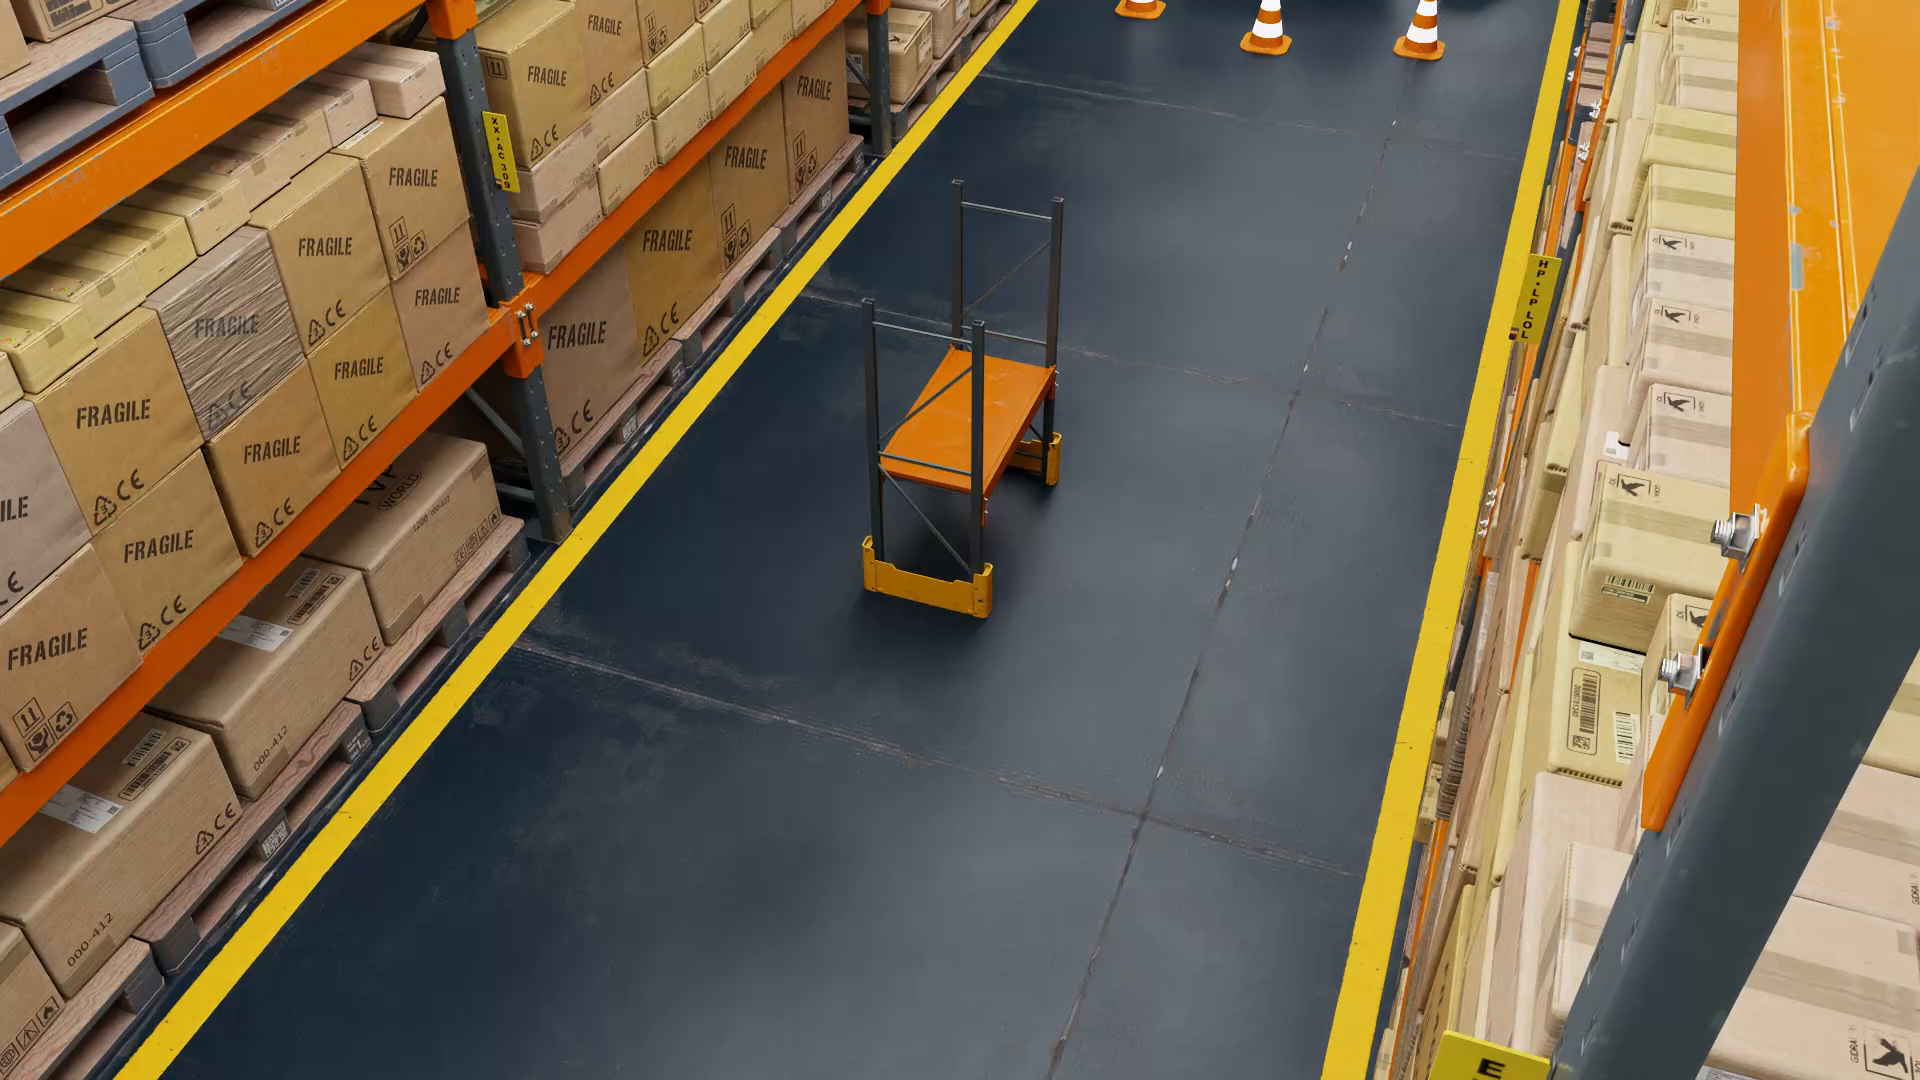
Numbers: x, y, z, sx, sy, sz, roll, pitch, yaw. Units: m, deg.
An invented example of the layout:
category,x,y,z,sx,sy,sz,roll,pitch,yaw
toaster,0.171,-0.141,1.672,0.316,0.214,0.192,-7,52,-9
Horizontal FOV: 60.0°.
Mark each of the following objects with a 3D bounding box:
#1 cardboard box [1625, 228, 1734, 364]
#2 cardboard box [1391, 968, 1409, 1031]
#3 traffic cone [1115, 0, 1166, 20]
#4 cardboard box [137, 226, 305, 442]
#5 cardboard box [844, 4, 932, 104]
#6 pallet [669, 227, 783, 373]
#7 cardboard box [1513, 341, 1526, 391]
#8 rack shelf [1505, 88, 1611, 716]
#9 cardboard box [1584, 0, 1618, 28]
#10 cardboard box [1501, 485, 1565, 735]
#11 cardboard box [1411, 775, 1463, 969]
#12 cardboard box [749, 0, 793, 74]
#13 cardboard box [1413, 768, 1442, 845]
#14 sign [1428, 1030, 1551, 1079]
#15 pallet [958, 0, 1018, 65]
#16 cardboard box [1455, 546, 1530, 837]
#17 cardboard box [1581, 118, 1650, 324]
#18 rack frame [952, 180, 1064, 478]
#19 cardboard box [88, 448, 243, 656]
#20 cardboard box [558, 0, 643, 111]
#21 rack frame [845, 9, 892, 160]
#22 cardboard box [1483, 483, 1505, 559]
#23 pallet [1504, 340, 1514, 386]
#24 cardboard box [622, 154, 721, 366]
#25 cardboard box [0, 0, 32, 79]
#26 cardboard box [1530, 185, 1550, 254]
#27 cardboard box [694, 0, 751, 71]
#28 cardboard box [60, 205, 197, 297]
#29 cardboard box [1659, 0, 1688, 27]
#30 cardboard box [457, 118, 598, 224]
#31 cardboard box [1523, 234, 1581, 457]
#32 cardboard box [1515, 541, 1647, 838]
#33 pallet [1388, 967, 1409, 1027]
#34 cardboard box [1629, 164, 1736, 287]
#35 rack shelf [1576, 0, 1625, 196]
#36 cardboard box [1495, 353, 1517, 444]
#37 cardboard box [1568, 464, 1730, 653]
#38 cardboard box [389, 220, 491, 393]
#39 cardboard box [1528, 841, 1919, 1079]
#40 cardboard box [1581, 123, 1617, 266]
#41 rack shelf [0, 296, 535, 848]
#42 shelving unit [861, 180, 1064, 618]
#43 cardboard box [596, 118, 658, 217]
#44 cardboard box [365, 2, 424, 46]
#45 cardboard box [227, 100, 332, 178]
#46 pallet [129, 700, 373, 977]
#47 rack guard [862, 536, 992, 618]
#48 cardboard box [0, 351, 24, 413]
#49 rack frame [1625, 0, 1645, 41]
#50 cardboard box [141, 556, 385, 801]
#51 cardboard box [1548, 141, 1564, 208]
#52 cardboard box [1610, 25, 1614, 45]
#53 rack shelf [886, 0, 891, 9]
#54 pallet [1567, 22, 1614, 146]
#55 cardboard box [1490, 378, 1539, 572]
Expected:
category,x,y,z,sx,sy,sz,roll,pitch,yaw
cardboard box,1.411,-0.408,2.983,0.380,0.149,0.250,12,42,14
cardboard box,1.561,1.539,5.233,0.380,0.149,0.250,13,42,15
traffic cone,1.336,-4.104,12.158,0.336,0.463,0.334,13,42,15
cardboard box,-2.540,-0.706,5.373,0.500,0.500,0.500,14,42,16
cardboard box,-0.721,-3.199,10.843,0.950,0.372,0.625,11,42,12
pallet,-1.683,-1.430,9.217,1.003,0.211,1.213,13,42,15
cardboard box,2.767,-0.861,7.426,0.500,0.250,0.500,12,42,13
rack shelf,1.711,0.132,3.481,1.077,0.370,4.000,13,42,15
cardboard box,3.664,-3.032,8.870,0.500,0.500,0.500,13,42,15
cardboard box,1.283,0.187,2.978,0.500,0.250,0.500,15,43,17
cardboard box,1.464,0.811,4.136,0.500,0.500,0.500,15,43,17
cardboard box,-1.200,-2.655,8.620,0.500,0.250,0.500,13,42,15
cardboard box,1.877,1.018,6.073,0.380,0.149,0.250,14,43,16
sign,0.512,0.606,1.689,0.100,0.325,0.005,13,42,15
pallet,-0.236,-3.854,12.058,1.003,0.211,1.213,13,42,15
cardboard box,1.470,0.402,3.845,0.500,0.500,0.500,12,42,14
cardboard box,1.645,-0.647,3.571,0.500,0.250,0.500,14,42,16
rack frame,0.203,-0.933,7.641,0.500,1.500,0.032,13,42,15
cardboard box,-2.732,-0.015,5.333,0.500,0.500,0.500,15,43,17
cardboard box,-1.723,-2.197,7.120,0.500,0.500,0.500,13,42,15
rack frame,-0.924,-3.697,9.726,1.000,3.000,0.127,13,42,15
cardboard box,1.990,-0.024,5.615,0.380,0.149,0.250,15,43,17
pallet,3.494,-1.123,8.857,1.003,0.211,1.213,13,42,15
cardboard box,-1.853,-1.557,8.531,0.875,0.875,0.875,14,43,16
cardboard box,-2.829,-1.391,4.234,0.500,0.500,0.500,14,42,16
cardboard box,3.281,-1.494,8.746,0.500,0.500,0.500,12,42,13
cardboard box,-1.356,-2.531,8.090,0.500,0.250,0.500,12,42,14
cardboard box,-2.594,-0.898,5.098,0.380,0.149,0.250,12,42,14
cardboard box,1.943,-1.364,4.103,0.380,0.149,0.250,12,42,13
cardboard box,-1.876,-1.596,6.994,0.500,0.250,0.500,12,42,14
cardboard box,2.011,-0.531,4.938,0.500,0.500,0.500,14,43,16
cardboard box,1.119,0.296,2.465,0.500,0.250,0.500,12,42,14
pallet,1.783,2.005,5.191,1.003,0.211,1.213,13,42,15
cardboard box,1.496,-0.569,3.171,0.380,0.149,0.250,12,42,14
rack shelf,3.078,-2.307,6.340,1.077,0.370,4.000,13,42,15
cardboard box,2.766,-0.561,7.652,0.500,0.500,0.500,12,42,14
cardboard box,1.116,0.055,2.440,0.380,0.149,0.250,14,42,16
cardboard box,-2.210,-0.956,6.436,0.500,0.500,0.500,14,42,15
cardboard box,0.864,0.526,1.889,0.380,0.149,0.250,13,42,15
cardboard box,1.826,-0.773,4.103,0.500,0.250,0.500,13,42,14
rack shelf,-2.976,0.236,5.670,1.077,0.370,4.000,13,42,15
shelving unit,0.026,-0.617,7.271,0.587,1.500,1.083,13,42,15
cardboard box,-1.718,-1.726,7.531,0.500,0.250,0.500,12,42,14
cardboard box,-2.375,-2.004,6.894,0.500,0.500,0.500,15,43,16
cardboard box,-2.385,-1.377,5.660,0.380,0.149,0.250,13,42,15
pallet,-3.041,0.997,6.373,1.003,0.211,1.213,13,42,15
rack guard,-0.144,0.162,7.321,0.587,0.250,0.087,13,42,15
cardboard box,-2.820,-0.426,4.544,0.380,0.149,0.250,14,42,15
rack frame,2.395,-2.502,3.703,1.000,3.000,0.127,13,42,15
cardboard box,-2.913,0.463,6.500,0.875,0.438,0.875,12,42,14
cardboard box,3.299,-1.787,8.512,0.500,0.250,0.500,11,42,13
cardboard box,3.420,-2.496,8.188,0.380,0.149,0.250,13,42,14
rack shelf,-0.240,-4.643,11.389,1.077,0.370,4.000,13,42,15
pallet,3.619,-2.129,8.035,1.213,0.211,1.003,13,42,15
cardboard box,1.988,-0.125,5.233,0.500,0.500,0.500,13,42,14
